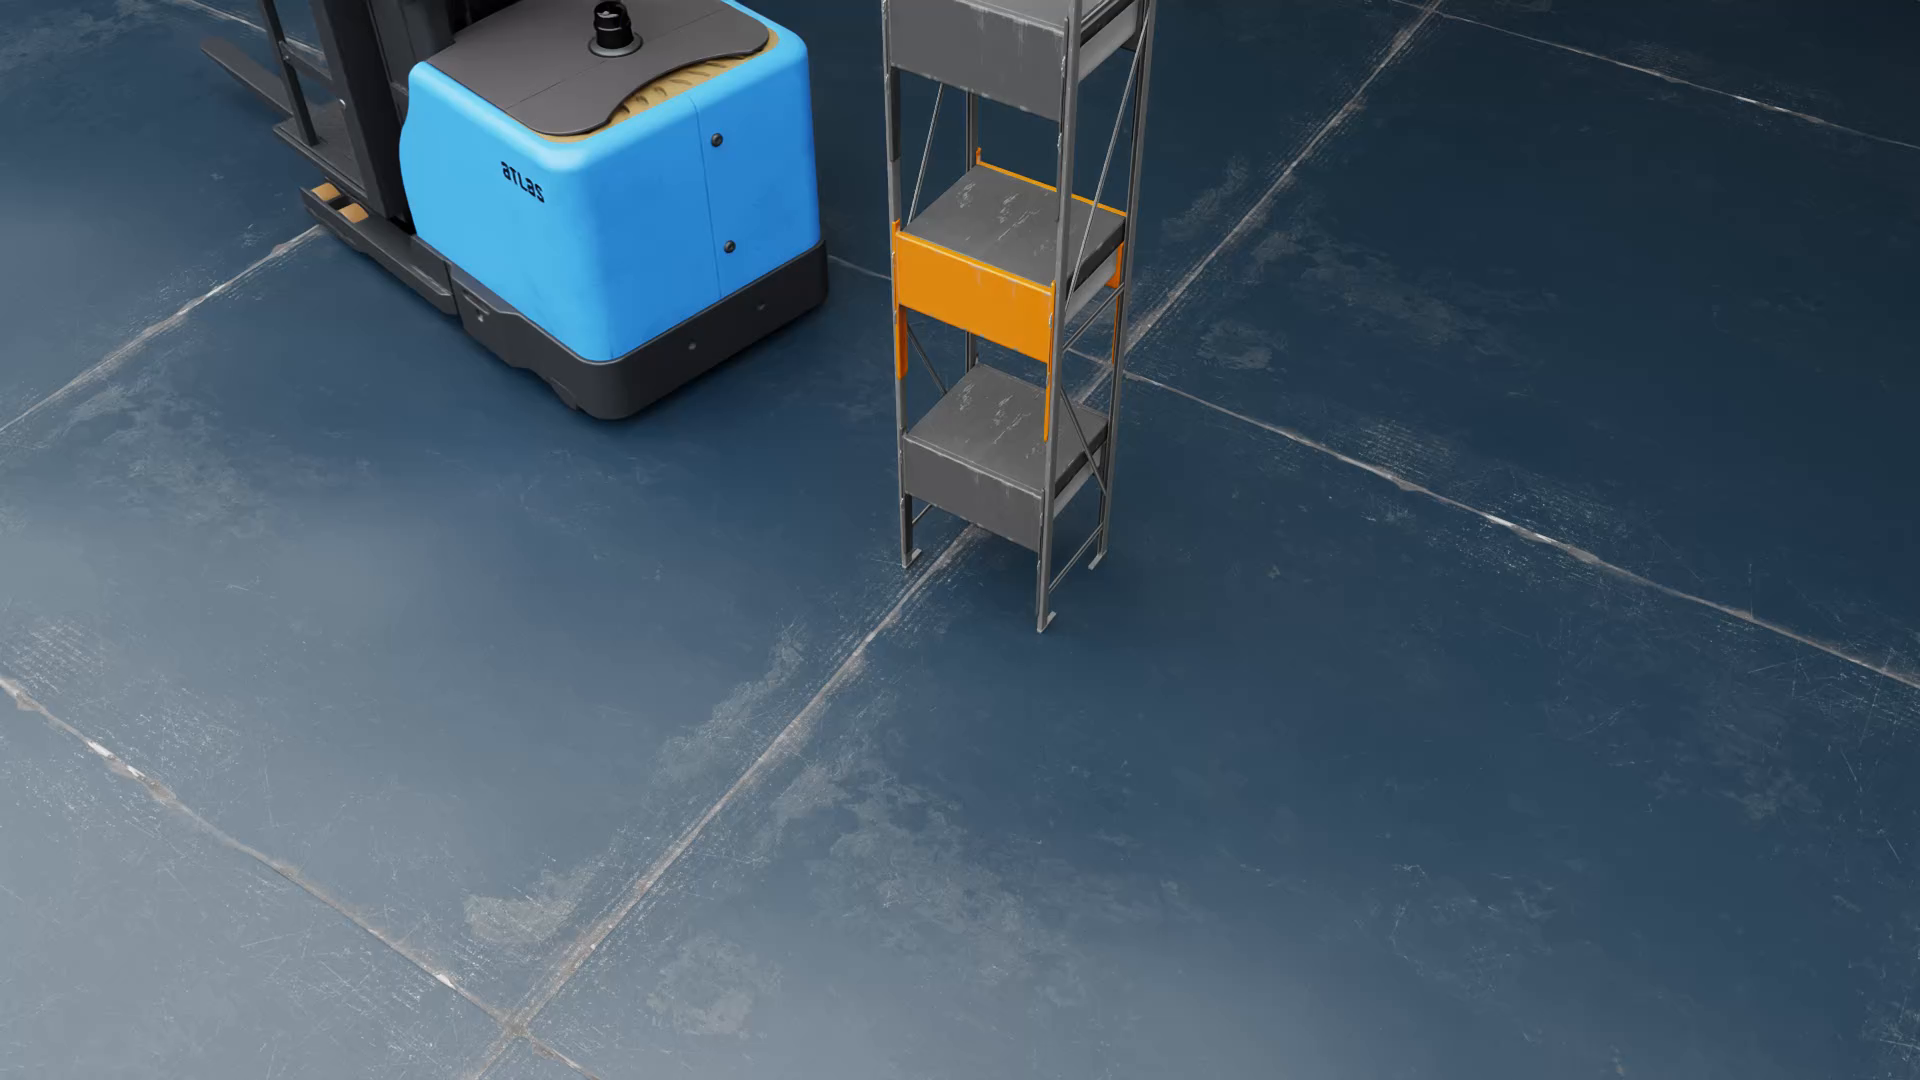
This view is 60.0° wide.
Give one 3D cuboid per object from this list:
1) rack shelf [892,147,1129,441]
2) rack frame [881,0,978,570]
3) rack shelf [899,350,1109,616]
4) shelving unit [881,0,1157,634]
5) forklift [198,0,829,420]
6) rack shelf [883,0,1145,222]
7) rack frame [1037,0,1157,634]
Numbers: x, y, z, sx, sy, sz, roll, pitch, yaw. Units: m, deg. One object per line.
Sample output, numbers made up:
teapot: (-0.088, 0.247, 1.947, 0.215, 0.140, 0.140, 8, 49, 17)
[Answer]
rack shelf: (0.139, -0.658, 4.444, 0.480, 0.518, 0.431, 25, 51, 22)
rack frame: (-0.066, -0.762, 4.526, 0.015, 2.100, 0.400, 25, 51, 22)
rack shelf: (0.139, -0.170, 4.946, 0.480, 0.518, 0.431, 25, 51, 22)
shelving unit: (0.139, -0.668, 4.435, 0.503, 2.100, 0.431, 25, 51, 22)
forklift: (-1.879, -2.367, 5.507, 3.031, 2.935, 1.130, 35, 55, 29)
rack shelf: (0.139, -1.146, 3.942, 0.480, 0.518, 0.431, 25, 51, 22)
rack frame: (0.345, -0.573, 4.343, 0.015, 2.100, 0.400, 25, 51, 22)
